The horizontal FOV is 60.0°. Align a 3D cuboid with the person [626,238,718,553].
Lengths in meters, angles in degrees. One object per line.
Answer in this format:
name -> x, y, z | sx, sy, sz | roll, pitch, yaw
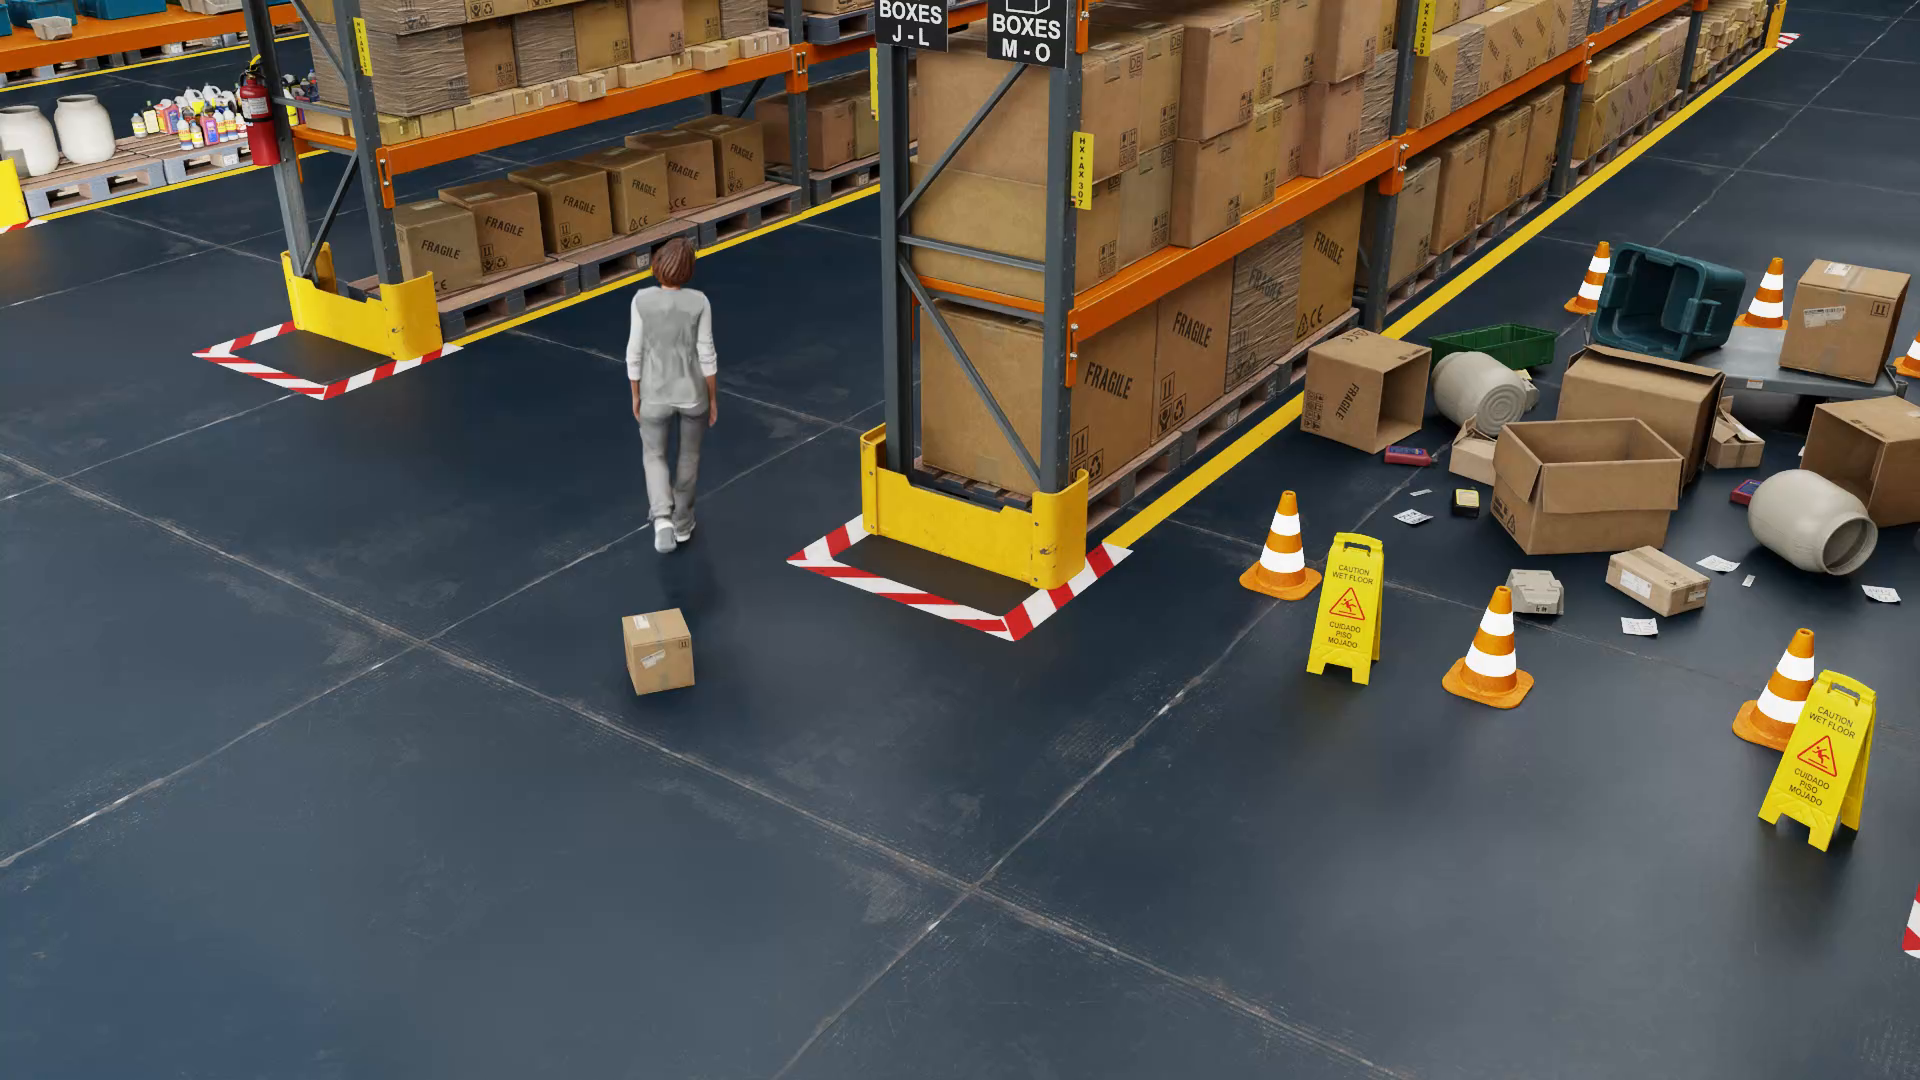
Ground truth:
person -> -1.351, -0.655, 7.876 | 0.421, 1.564, 0.646 | -4, 28, -7
